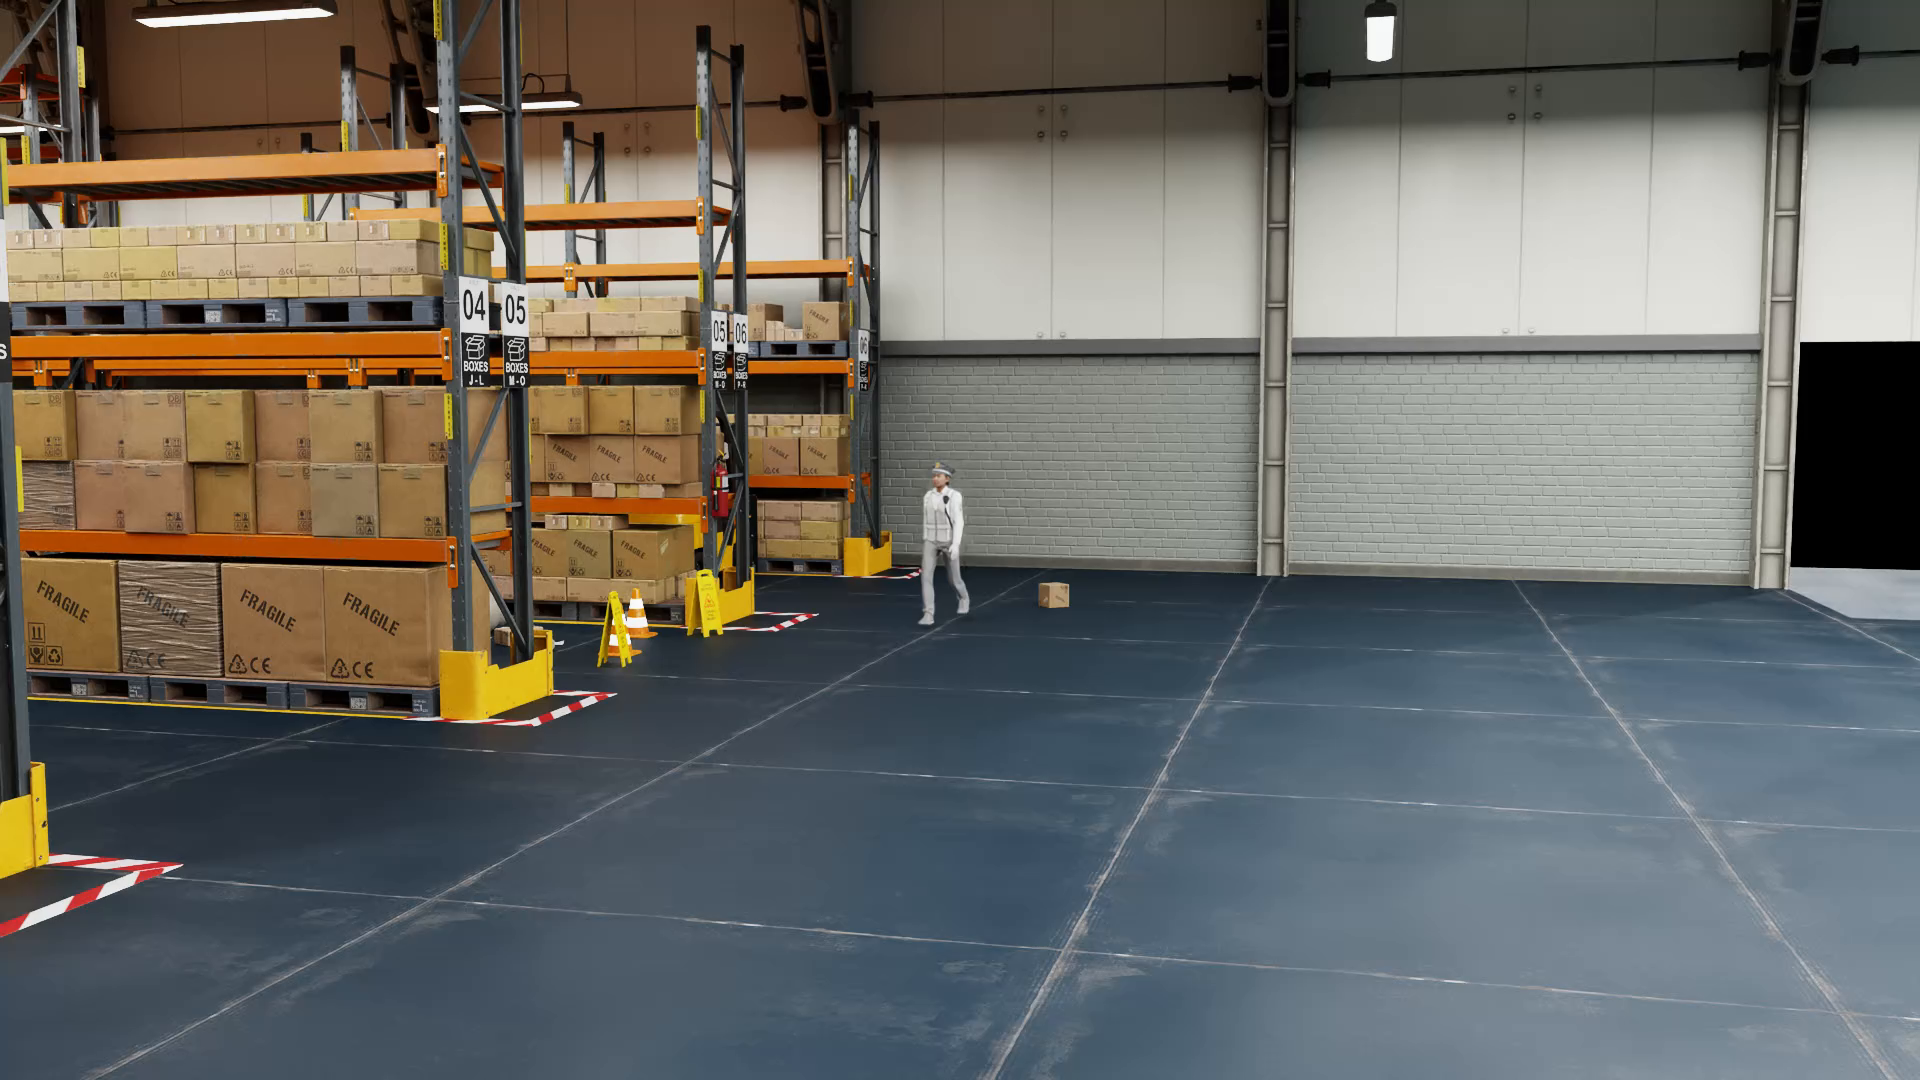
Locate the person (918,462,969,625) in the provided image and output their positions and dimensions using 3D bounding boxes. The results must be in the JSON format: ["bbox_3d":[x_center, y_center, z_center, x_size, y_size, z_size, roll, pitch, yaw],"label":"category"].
[{"bbox_3d":[-0.172,0.016,17.065,0.478,1.644,0.928,2,5,21],"label":"person"}]
